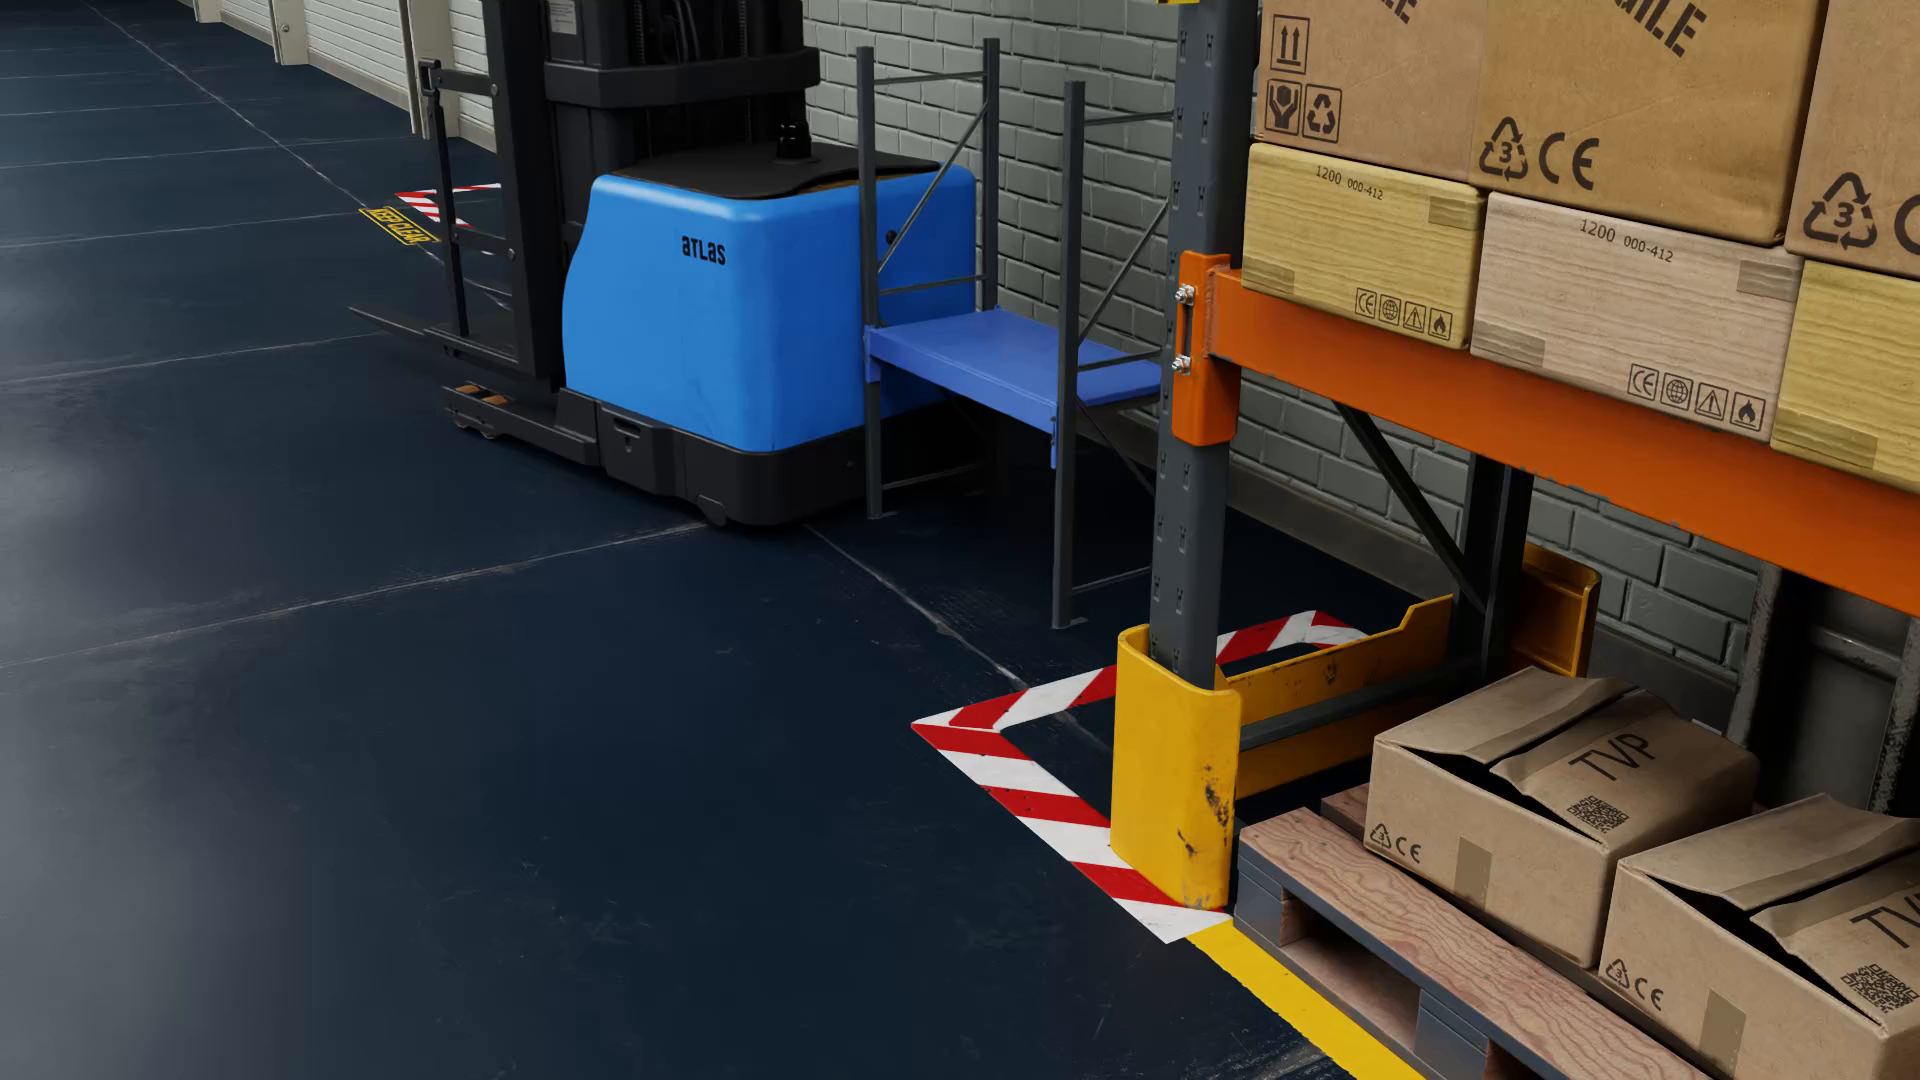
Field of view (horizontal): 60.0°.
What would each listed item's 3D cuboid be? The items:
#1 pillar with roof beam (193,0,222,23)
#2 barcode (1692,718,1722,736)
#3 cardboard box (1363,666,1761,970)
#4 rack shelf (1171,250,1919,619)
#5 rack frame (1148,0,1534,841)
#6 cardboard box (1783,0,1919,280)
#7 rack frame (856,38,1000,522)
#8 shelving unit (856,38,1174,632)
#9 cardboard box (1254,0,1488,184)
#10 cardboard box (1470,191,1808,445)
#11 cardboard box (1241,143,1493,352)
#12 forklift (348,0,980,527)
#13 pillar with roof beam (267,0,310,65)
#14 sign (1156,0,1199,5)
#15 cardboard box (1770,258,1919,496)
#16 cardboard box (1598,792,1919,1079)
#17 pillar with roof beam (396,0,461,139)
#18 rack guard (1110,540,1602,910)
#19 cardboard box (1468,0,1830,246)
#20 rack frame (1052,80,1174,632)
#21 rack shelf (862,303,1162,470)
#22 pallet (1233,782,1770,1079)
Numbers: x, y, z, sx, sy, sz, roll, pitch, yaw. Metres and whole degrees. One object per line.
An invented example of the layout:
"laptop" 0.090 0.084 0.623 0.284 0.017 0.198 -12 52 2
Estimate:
"pillar with roof beam" -14.002 -10.469 19.117 9.100 9.000 0.400 -13 25 -28
"barcode" 1.486 0.399 3.321 0.001 0.075 0.075 -13 25 -28
"cardboard box" 1.133 0.474 3.147 0.500 0.311 0.500 -16 27 -34
"rack shelf" 1.879 0.172 1.860 1.077 0.370 4.000 -13 25 -28
"rack frame" 0.857 -0.809 3.318 1.000 3.000 0.127 -13 25 -28
"cardboard box" 1.345 -0.553 1.866 0.500 0.500 0.500 -14 26 -30
"rack frame" -0.093 -0.811 5.316 0.500 1.500 0.032 -14 26 -31
"shelving unit" 0.191 -0.652 4.925 0.538 1.500 1.048 -14 26 -31
"cardboard box" 0.843 -0.884 2.678 0.500 0.500 0.500 -13 25 -28
"cardboard box" 1.111 -0.364 2.396 0.500 0.250 0.500 -13 26 -30
"cardboard box" 0.833 -0.529 2.803 0.500 0.250 0.500 -13 26 -30
"forklift" -1.338 -1.857 5.987 3.031 2.935 1.130 20 30 40
"pillar with roof beam" -10.937 -8.526 14.338 9.100 9.000 0.400 -13 25 -28
"sign" 0.391 -1.105 2.898 0.100 0.325 0.005 -13 25 -28
"cardboard box" 1.366 -0.198 1.988 0.500 0.250 0.500 -13 26 -29
"cardboard box" 1.424 0.659 2.693 0.500 0.311 0.500 -10 24 -24
"pillar with roof beam" -7.872 -6.584 9.560 9.100 9.000 0.400 -13 25 -28
"rack guard" 0.896 0.374 3.728 1.175 0.500 0.348 -13 25 -28
"cardboard box" 1.087 -0.722 2.280 0.500 0.500 0.500 -13 25 -28
"rack frame" 0.475 -0.494 4.534 0.500 1.500 0.032 -14 26 -31
"rack shelf" 0.191 -0.486 4.993 0.538 0.185 1.000 -14 26 -31
"pallet" 1.281 0.777 3.118 1.003 0.211 1.213 -13 25 -28
